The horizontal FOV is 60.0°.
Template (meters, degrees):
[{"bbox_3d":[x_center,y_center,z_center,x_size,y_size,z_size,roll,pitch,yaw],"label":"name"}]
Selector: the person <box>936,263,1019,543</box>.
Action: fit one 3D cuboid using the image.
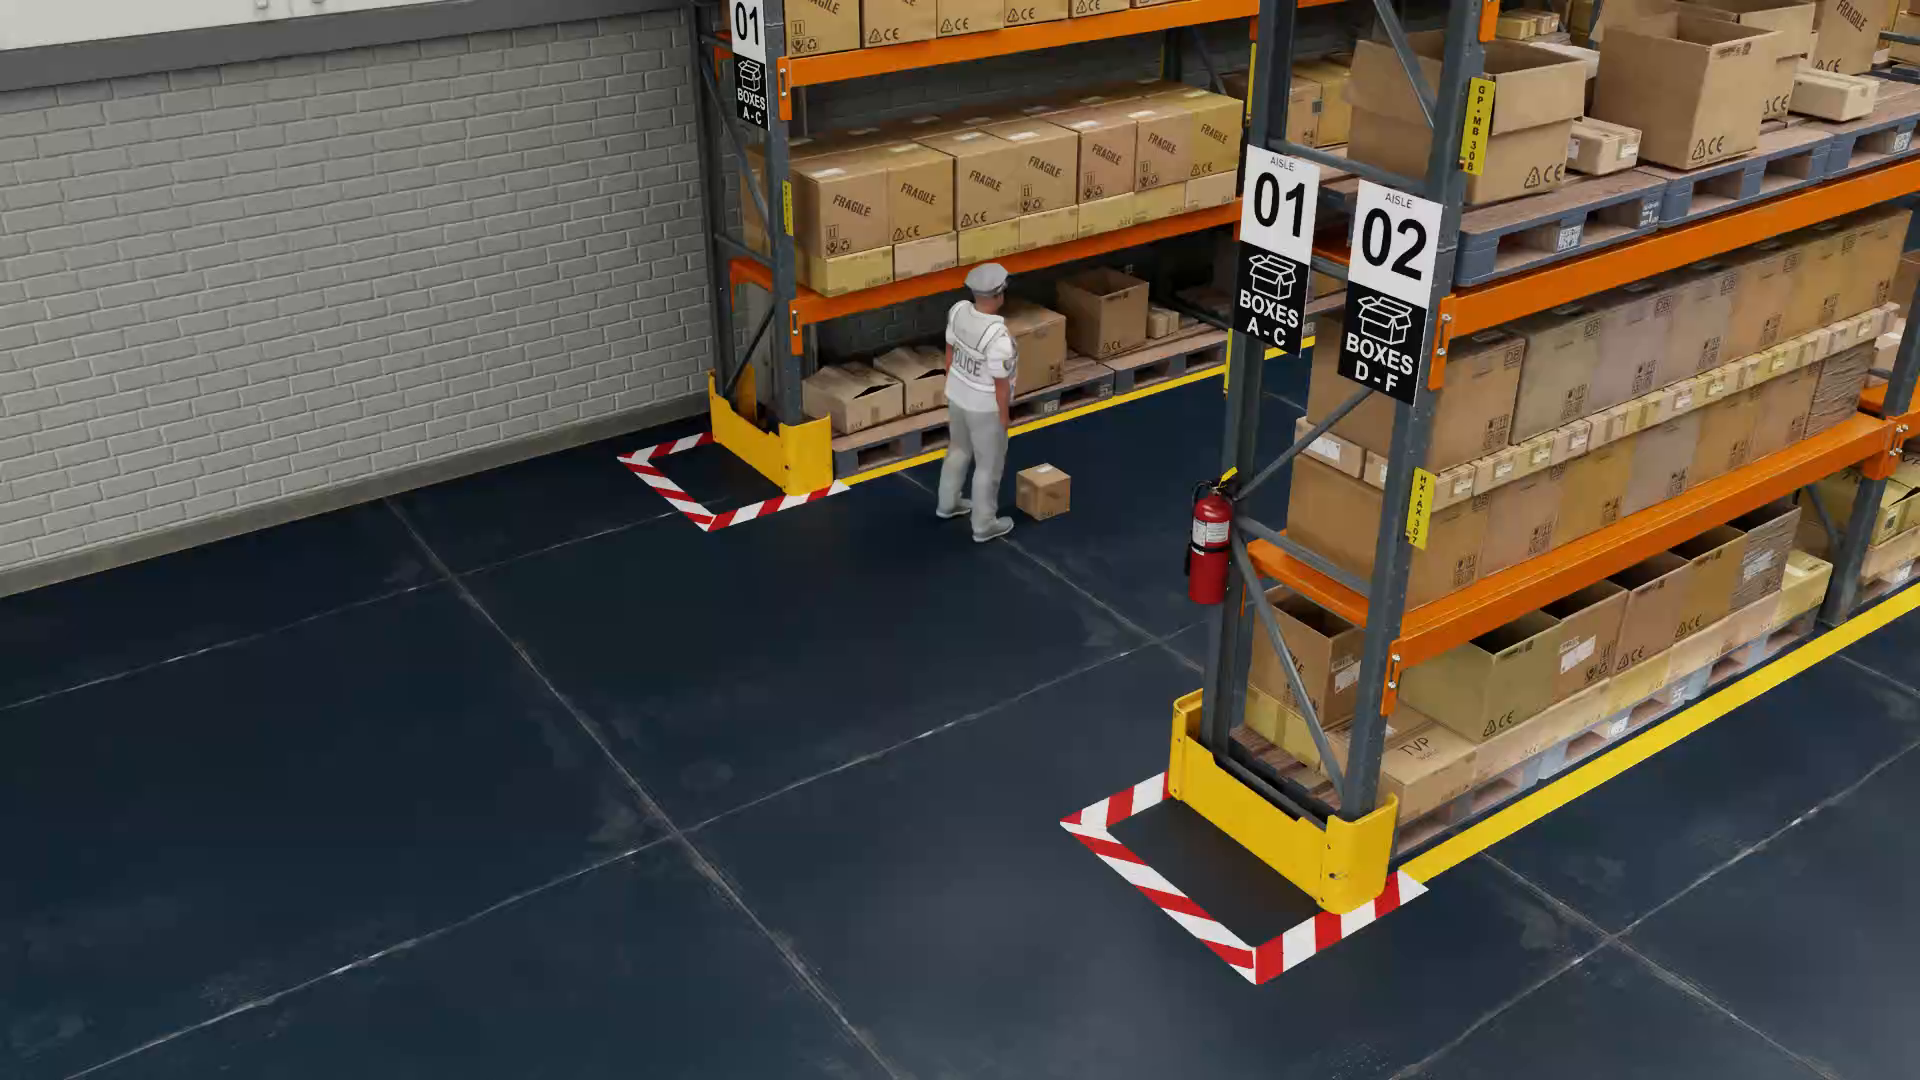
[{"bbox_3d":[0.119,-0.856,10.169,0.397,1.774,0.643,-18,33,-29],"label":"person"}]
